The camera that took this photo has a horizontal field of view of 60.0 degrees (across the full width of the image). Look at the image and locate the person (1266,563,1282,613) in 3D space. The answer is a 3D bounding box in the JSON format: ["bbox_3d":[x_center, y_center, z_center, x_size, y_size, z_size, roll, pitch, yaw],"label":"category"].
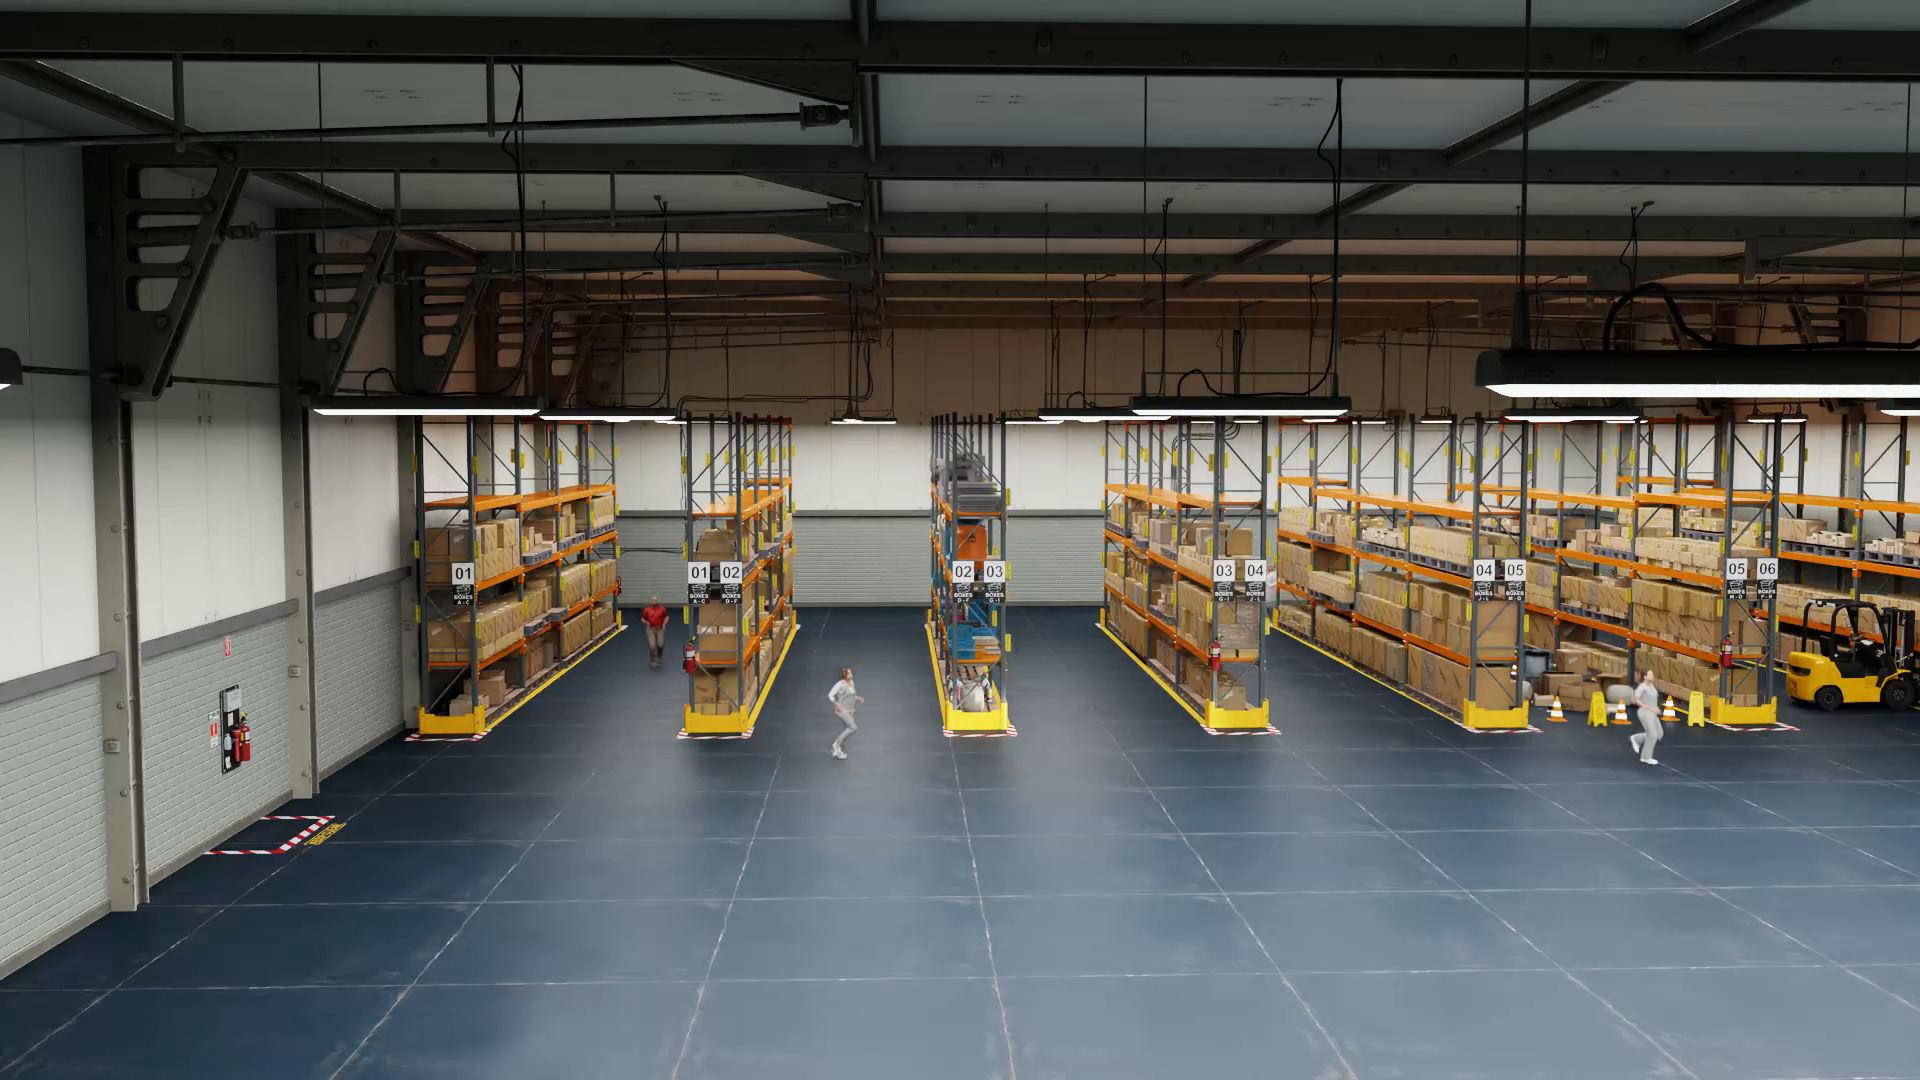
[{"bbox_3d":[9.096,1.663,48.646,0.928,1.608,0.746,-2,4,-23],"label":"person"}]

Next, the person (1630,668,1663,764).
[{"bbox_3d":[11.691,2.987,28.372,0.565,1.631,0.573,-3,5,-41],"label":"person"}]

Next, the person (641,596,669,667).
[{"bbox_3d":[-7.233,2.185,39.507,0.650,1.688,0.601,-1,4,-13],"label":"person"}]

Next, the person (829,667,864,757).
[{"bbox_3d":[-1.939,2.979,28.709,0.585,1.567,0.517,2,4,27],"label":"person"}]
